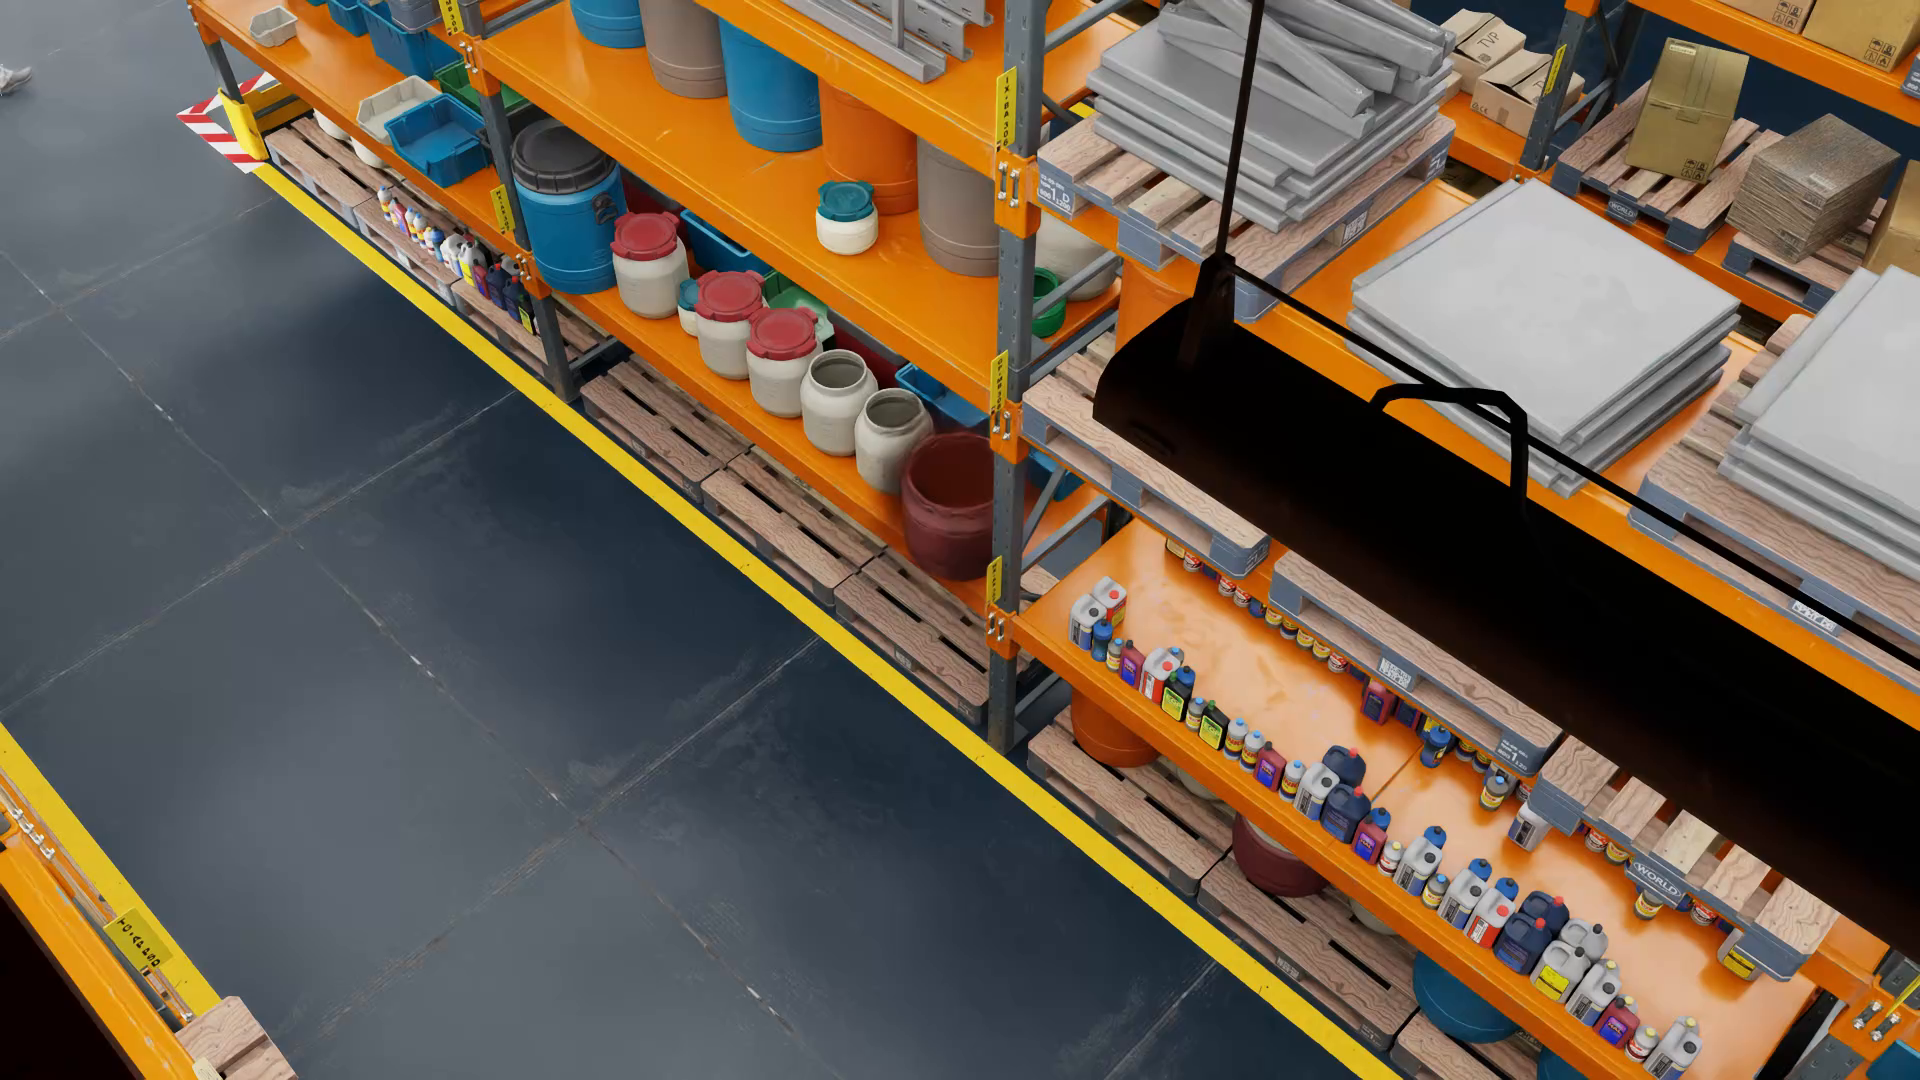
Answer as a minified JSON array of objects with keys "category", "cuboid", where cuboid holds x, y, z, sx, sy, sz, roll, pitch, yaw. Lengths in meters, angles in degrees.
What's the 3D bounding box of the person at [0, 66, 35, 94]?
[{"category":"person","cuboid":[-7.902,-4.030,12.629,1.088,1.743,0.552,-28,55,-21]}]
